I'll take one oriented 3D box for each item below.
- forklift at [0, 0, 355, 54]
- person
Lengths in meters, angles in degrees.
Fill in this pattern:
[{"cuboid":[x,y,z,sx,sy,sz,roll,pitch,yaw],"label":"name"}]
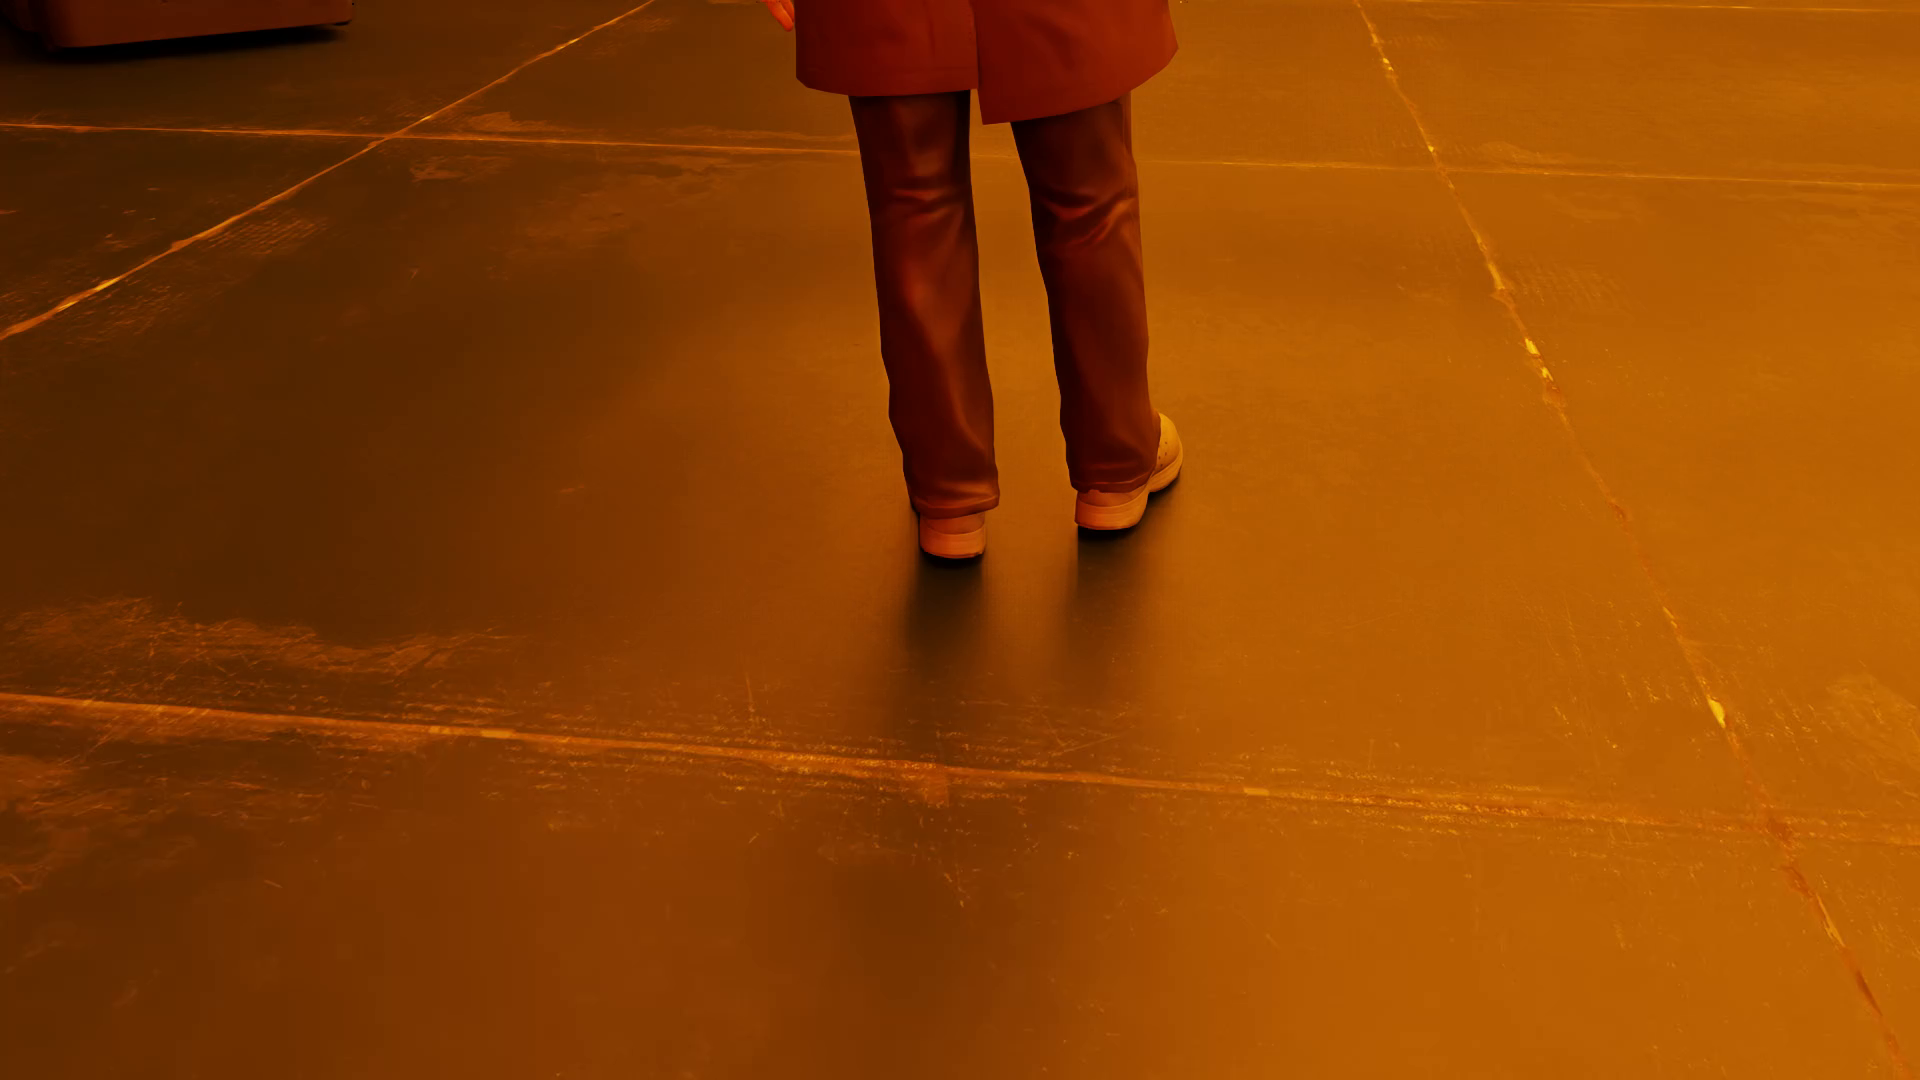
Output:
[{"cuboid":[-3.548,-3.619,6.472,1.130,2.935,3.031,-17,31,-31],"label":"forklift"},{"cuboid":[0.017,-0.842,2.180,0.696,1.776,0.582,3,27,7],"label":"person"}]
